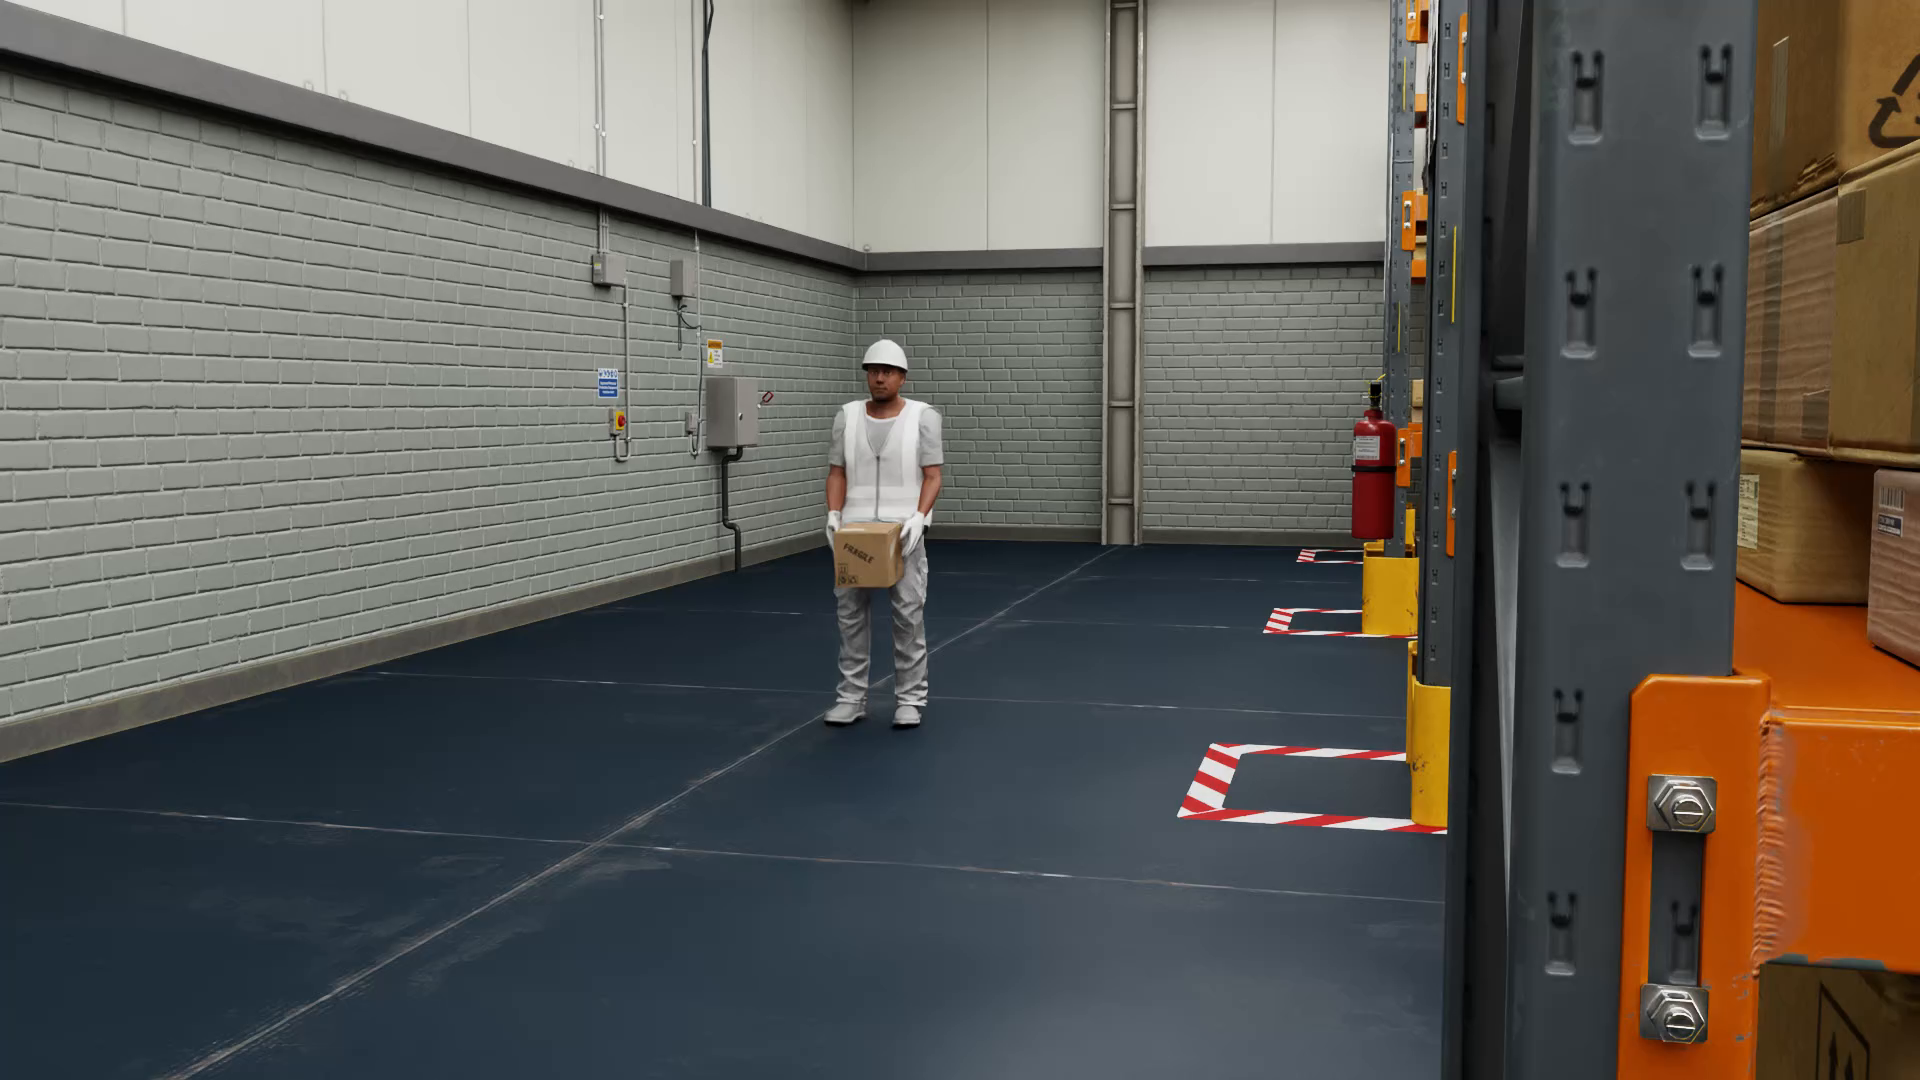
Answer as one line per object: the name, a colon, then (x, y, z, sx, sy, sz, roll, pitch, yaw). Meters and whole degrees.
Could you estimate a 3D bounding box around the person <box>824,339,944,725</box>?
person: (-0.360, -0.033, 7.727, 0.555, 1.787, 0.469, 1, 5, 13)
